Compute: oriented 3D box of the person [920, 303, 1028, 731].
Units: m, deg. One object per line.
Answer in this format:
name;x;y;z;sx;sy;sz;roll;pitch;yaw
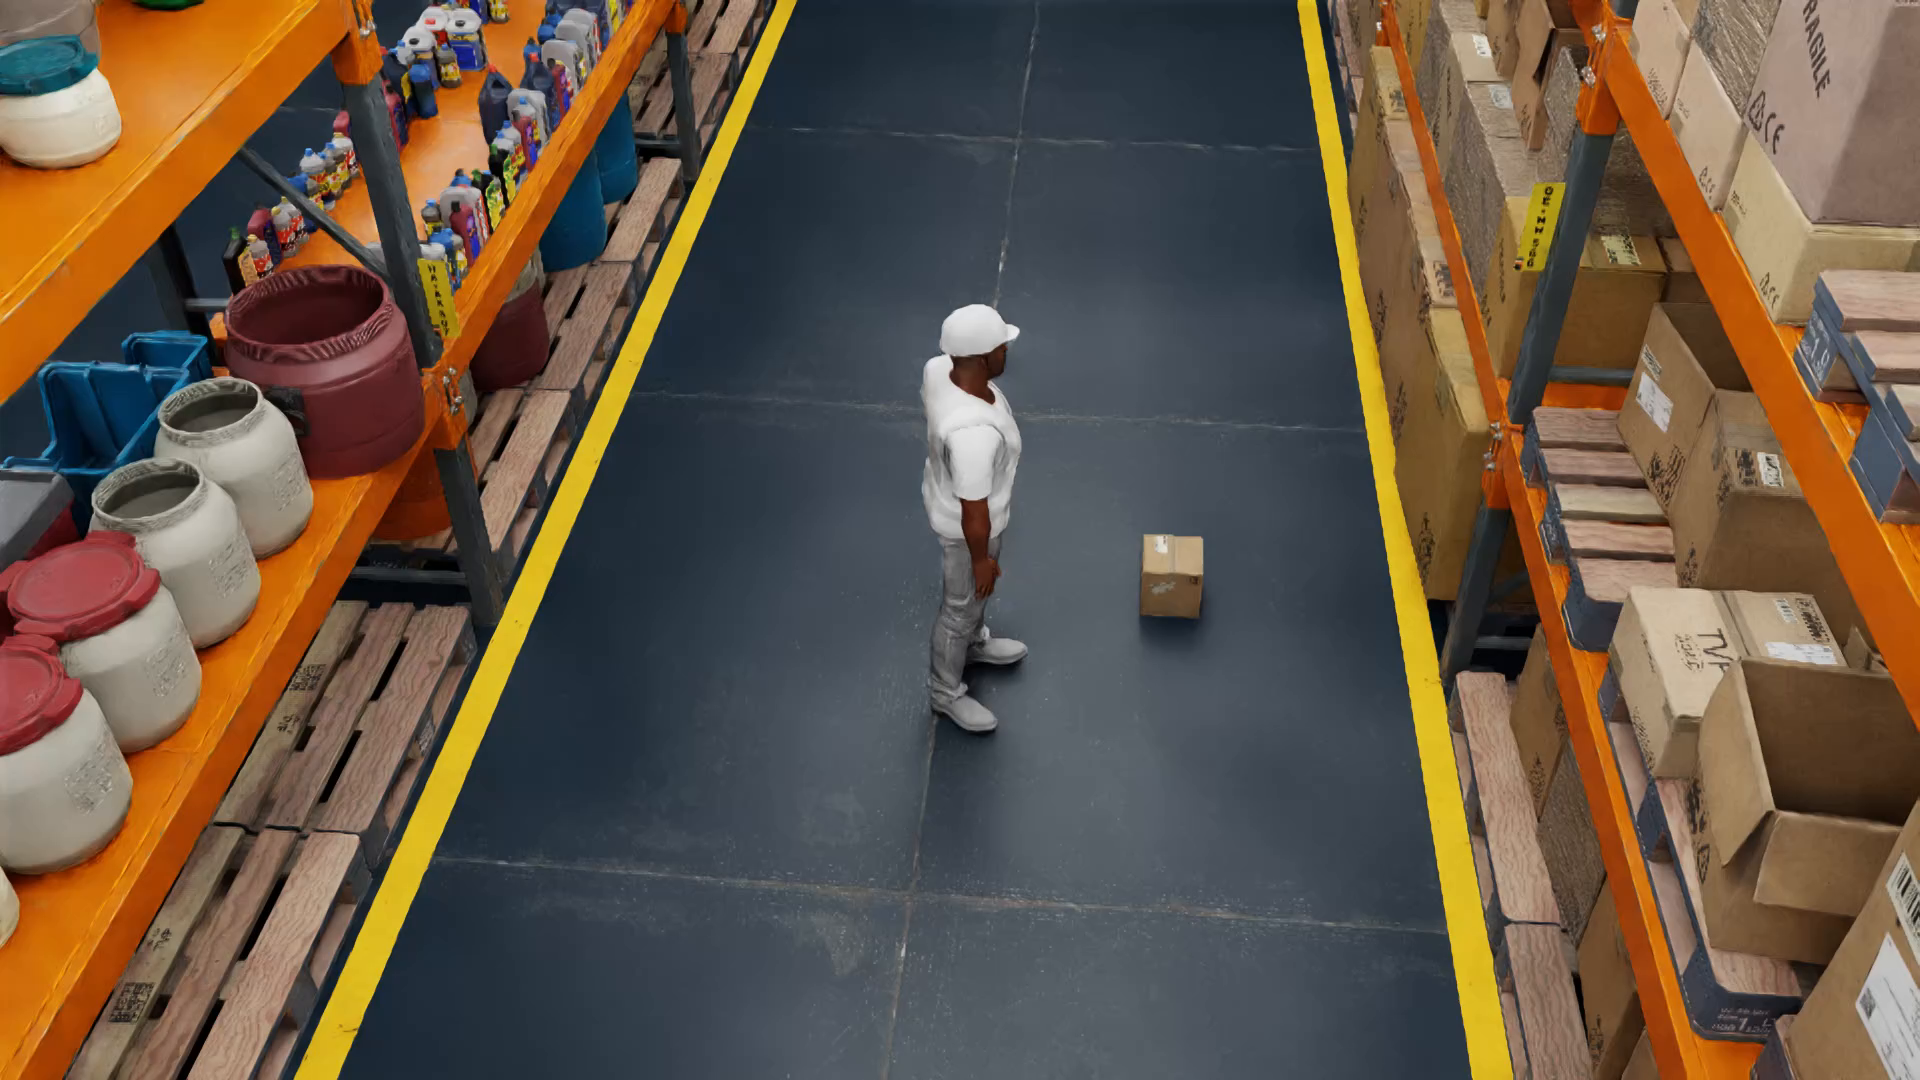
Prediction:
person;0.071;-0.129;6.255;0.444;1.769;0.688;-5;40;-6
